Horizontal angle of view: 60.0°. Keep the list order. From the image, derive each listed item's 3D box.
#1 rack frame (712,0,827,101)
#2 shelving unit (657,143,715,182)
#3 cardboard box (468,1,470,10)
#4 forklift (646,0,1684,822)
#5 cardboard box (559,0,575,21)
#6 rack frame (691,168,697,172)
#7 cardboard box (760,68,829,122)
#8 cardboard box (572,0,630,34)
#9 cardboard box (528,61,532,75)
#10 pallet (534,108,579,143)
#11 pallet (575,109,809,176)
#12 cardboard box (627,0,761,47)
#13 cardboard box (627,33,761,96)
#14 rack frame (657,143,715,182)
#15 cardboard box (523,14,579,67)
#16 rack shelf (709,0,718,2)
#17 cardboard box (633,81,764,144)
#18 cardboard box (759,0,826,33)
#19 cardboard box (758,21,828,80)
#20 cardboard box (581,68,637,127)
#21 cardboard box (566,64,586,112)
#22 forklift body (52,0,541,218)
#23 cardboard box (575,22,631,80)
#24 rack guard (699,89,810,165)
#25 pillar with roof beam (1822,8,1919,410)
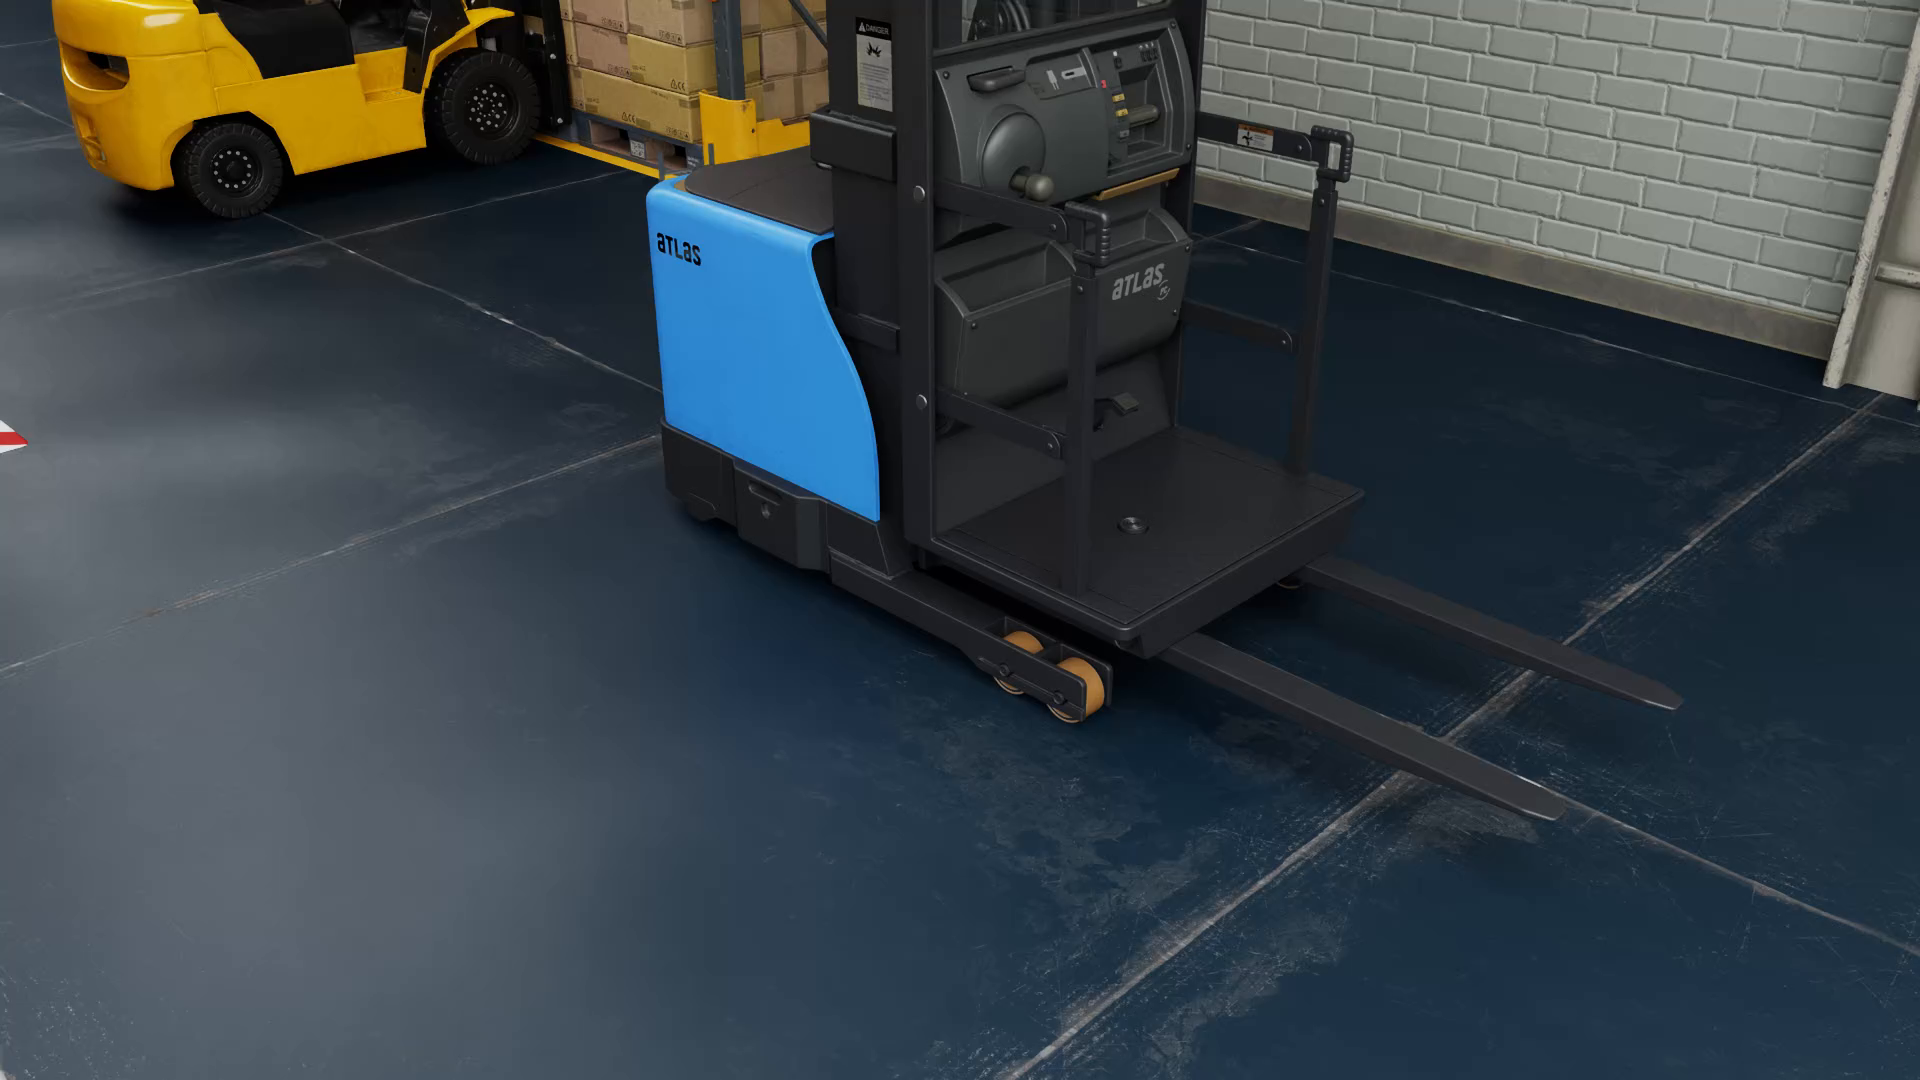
[{"bbox_3d":[-0.858,-3.342,8.382,0.127,3.000,1.000,25,36,38],"label":"rack frame"},{"bbox_3d":[-0.827,-0.770,5.586,0.215,1.050,0.252,-18,33,-30],"label":"shelving unit"},{"bbox_3d":[-2.871,-3.245,10.164,0.500,0.250,0.500,24,36,38],"label":"cardboard box"},{"bbox_3d":[0.445,-1.094,4.181,3.031,2.935,1.130,25,36,38],"label":"forklift"},{"bbox_3d":[-2.140,-3.126,9.400,0.500,0.250,0.500,-25,37,-39],"label":"cardboard box"},{"bbox_3d":[-0.757,-0.723,5.497,0.200,1.050,0.008,-18,33,-30],"label":"rack frame"},{"bbox_3d":[-1.071,-2.536,9.352,0.500,0.250,0.500,25,37,39],"label":"cardboard box"},{"bbox_3d":[-1.773,-2.964,9.094,0.500,0.250,0.500,-25,36,-38],"label":"cardboard box"},{"bbox_3d":[-2.499,-2.853,9.955,0.500,0.250,0.500,-24,36,-38],"label":"cardboard box"},{"bbox_3d":[-2.298,-2.741,10.236,1.213,0.211,1.003,25,36,38],"label":"pallet"},{"bbox_3d":[-1.432,-2.343,9.479,1.213,0.211,1.003,25,36,38],"label":"pallet"},{"bbox_3d":[-1.405,-2.800,8.780,0.500,0.250,0.500,-24,36,-38],"label":"cardboard box"},{"bbox_3d":[-1.424,-2.587,8.913,0.500,0.250,0.500,24,36,38],"label":"cardboard box"},{"bbox_3d":[-0.897,-0.816,5.675,0.200,1.050,0.008,-18,33,-30],"label":"rack frame"},{"bbox_3d":[-2.157,-2.916,9.538,0.500,0.250,0.500,24,36,37],"label":"cardboard box"},{"bbox_3d":[-2.284,-3.676,9.791,4.000,0.370,1.077,25,36,38],"label":"rack shelf"},{"bbox_3d":[-1.414,-2.359,9.016,0.500,0.250,0.500,25,37,39],"label":"cardboard box"},{"bbox_3d":[-1.068,-2.973,9.109,0.500,0.250,0.500,24,36,38],"label":"cardboard box"},{"bbox_3d":[-1.047,-2.754,9.231,0.500,0.250,0.500,-25,36,-38],"label":"cardboard box"},{"bbox_3d":[-1.762,-2.524,9.331,0.500,0.250,0.500,25,36,38],"label":"cardboard box"},{"bbox_3d":[-2.113,-2.691,9.647,0.500,0.250,0.500,-25,37,-39],"label":"cardboard box"},{"bbox_3d":[-3.489,-2.979,8.605,1.214,2.155,2.313,25,36,38],"label":"forklift body"},{"bbox_3d":[-1.774,-2.754,9.231,0.500,0.250,0.500,24,36,38],"label":"cardboard box"},{"bbox_3d":[-0.840,-2.227,8.949,0.348,0.500,1.175,25,36,38],"label":"rack guard"},{"bbox_3d":[0.538,-3.137,1.546,0.400,9.000,9.100,25,36,38],"label":"pillar with roof beam"}]
